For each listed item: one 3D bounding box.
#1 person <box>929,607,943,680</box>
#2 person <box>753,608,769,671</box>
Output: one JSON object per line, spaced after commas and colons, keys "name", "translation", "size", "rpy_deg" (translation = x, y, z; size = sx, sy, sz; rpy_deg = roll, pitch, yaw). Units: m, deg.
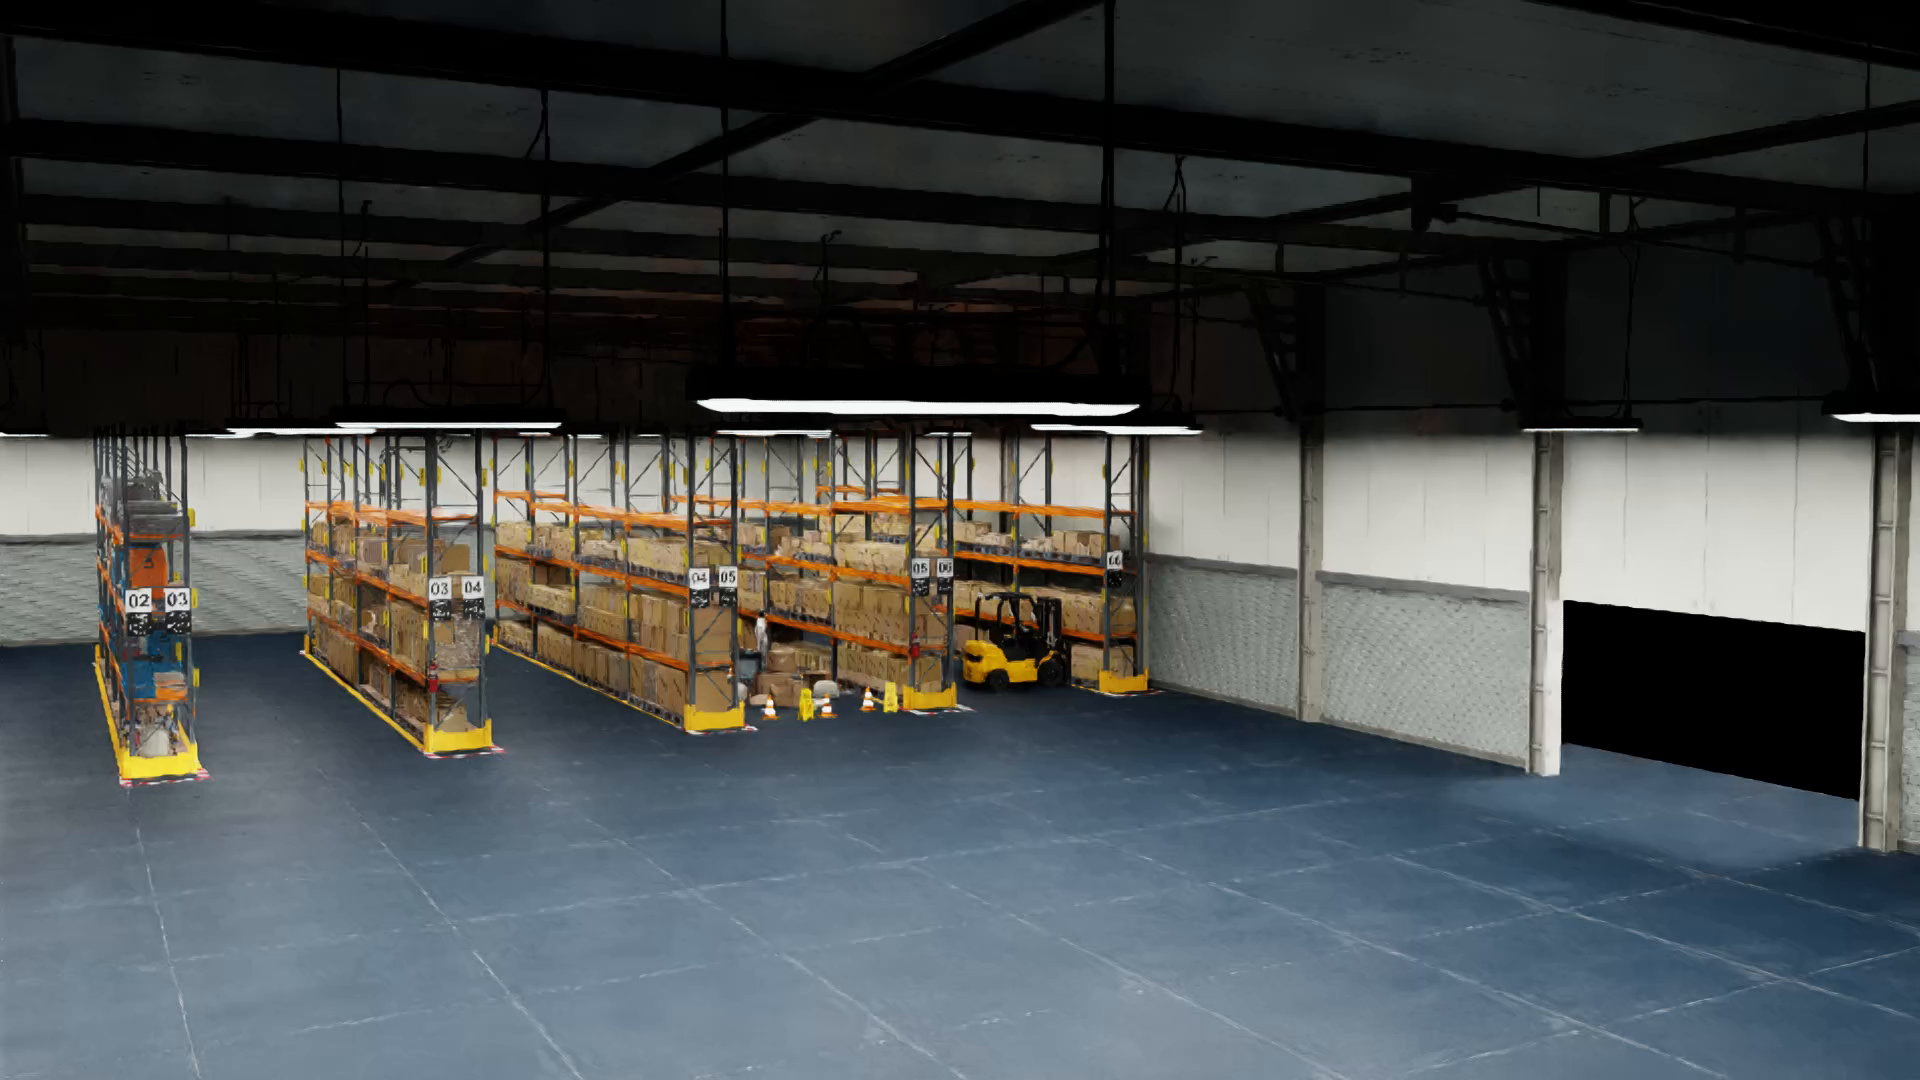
{"name": "person", "translation": [-0.649, 2.461, 39.444], "size": [0.497, 1.731, 0.588], "rpy_deg": [0, 3, 0]}
{"name": "person", "translation": [-4.798, 2.458, 39.913], "size": [0.539, 1.664, 0.573], "rpy_deg": [0, 3, -3]}
